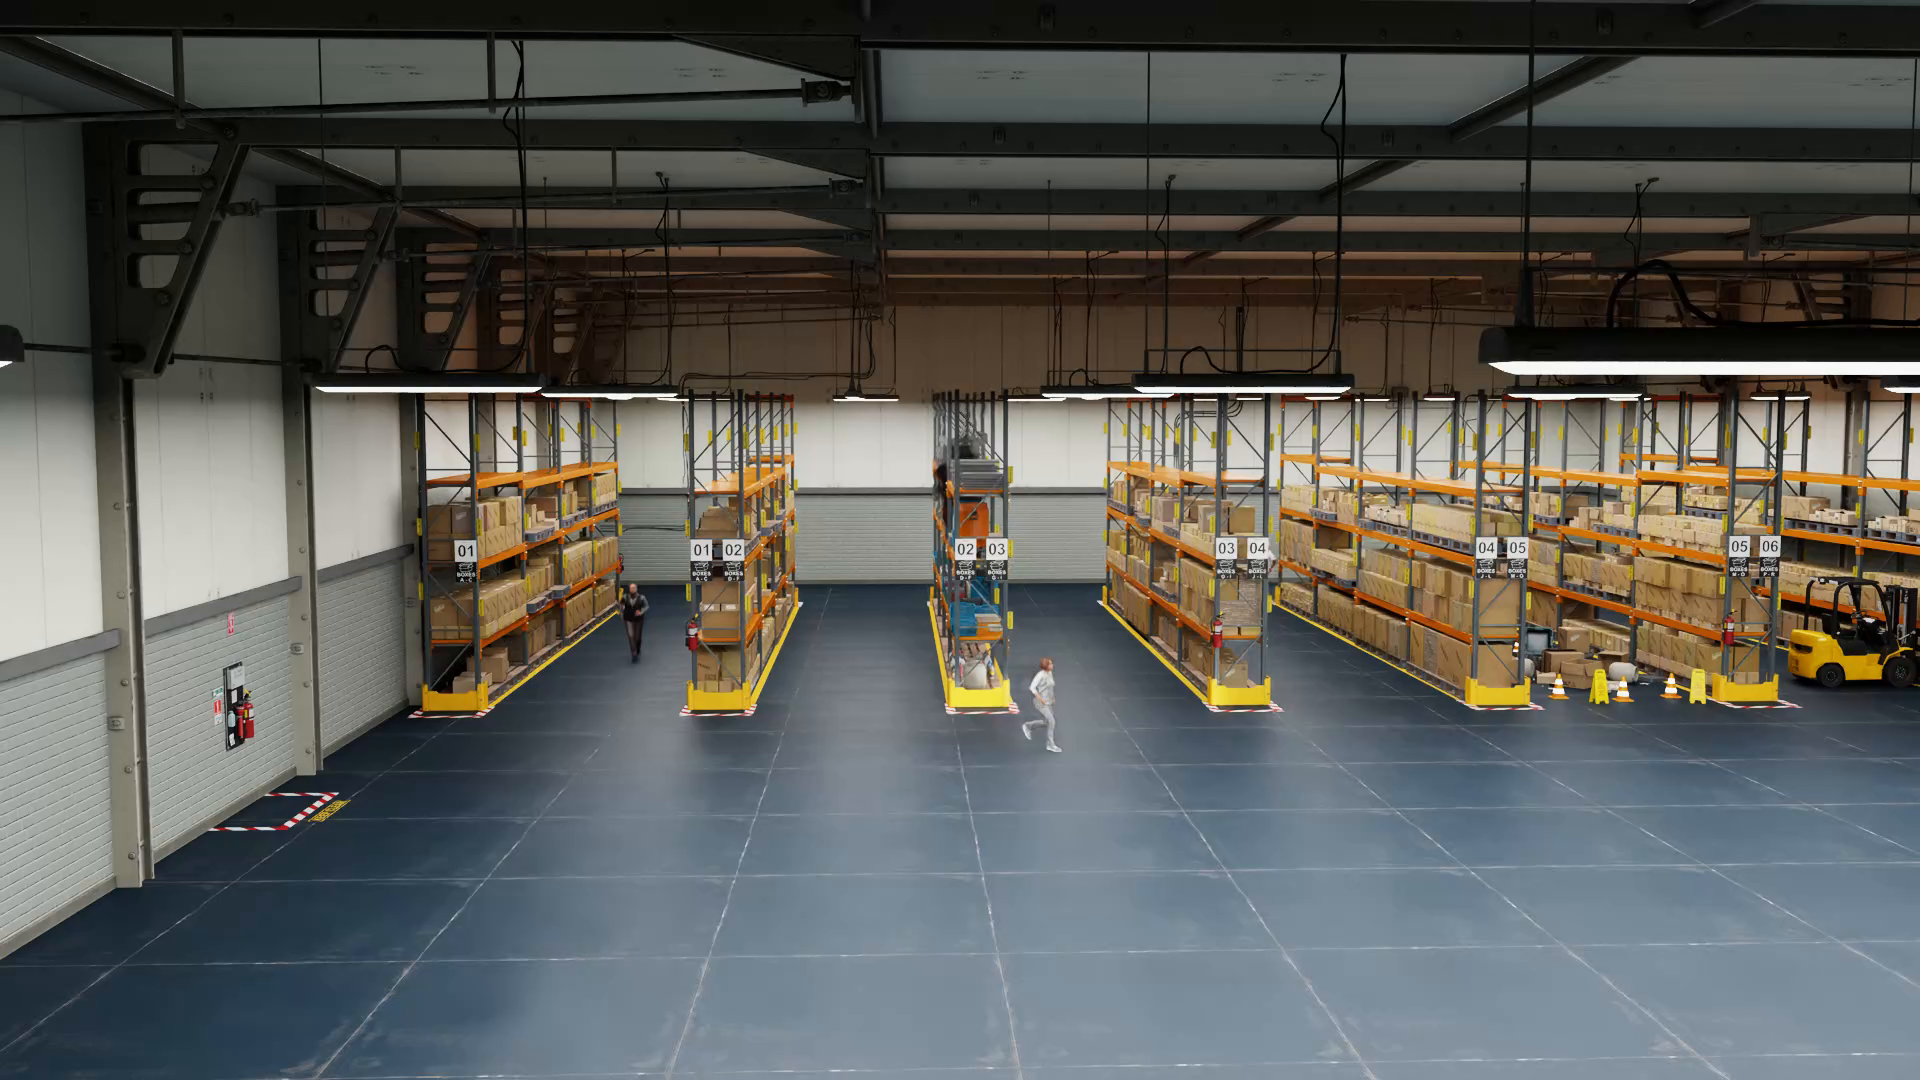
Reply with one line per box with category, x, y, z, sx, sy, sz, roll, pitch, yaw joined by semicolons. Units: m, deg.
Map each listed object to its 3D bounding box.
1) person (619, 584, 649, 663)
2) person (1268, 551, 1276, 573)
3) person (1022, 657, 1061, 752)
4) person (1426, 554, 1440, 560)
person;-7.301;1.829;37.261;0.674;1.722;1.010;-1;5;-6
person;8.757;0.890;48.451;0.971;1.737;0.761;-3;6;-35
person;1.329;2.759;27.501;0.695;1.486;0.559;2;5;28
person;14.152;0.836;49.328;0.945;1.808;0.713;1;5;12
